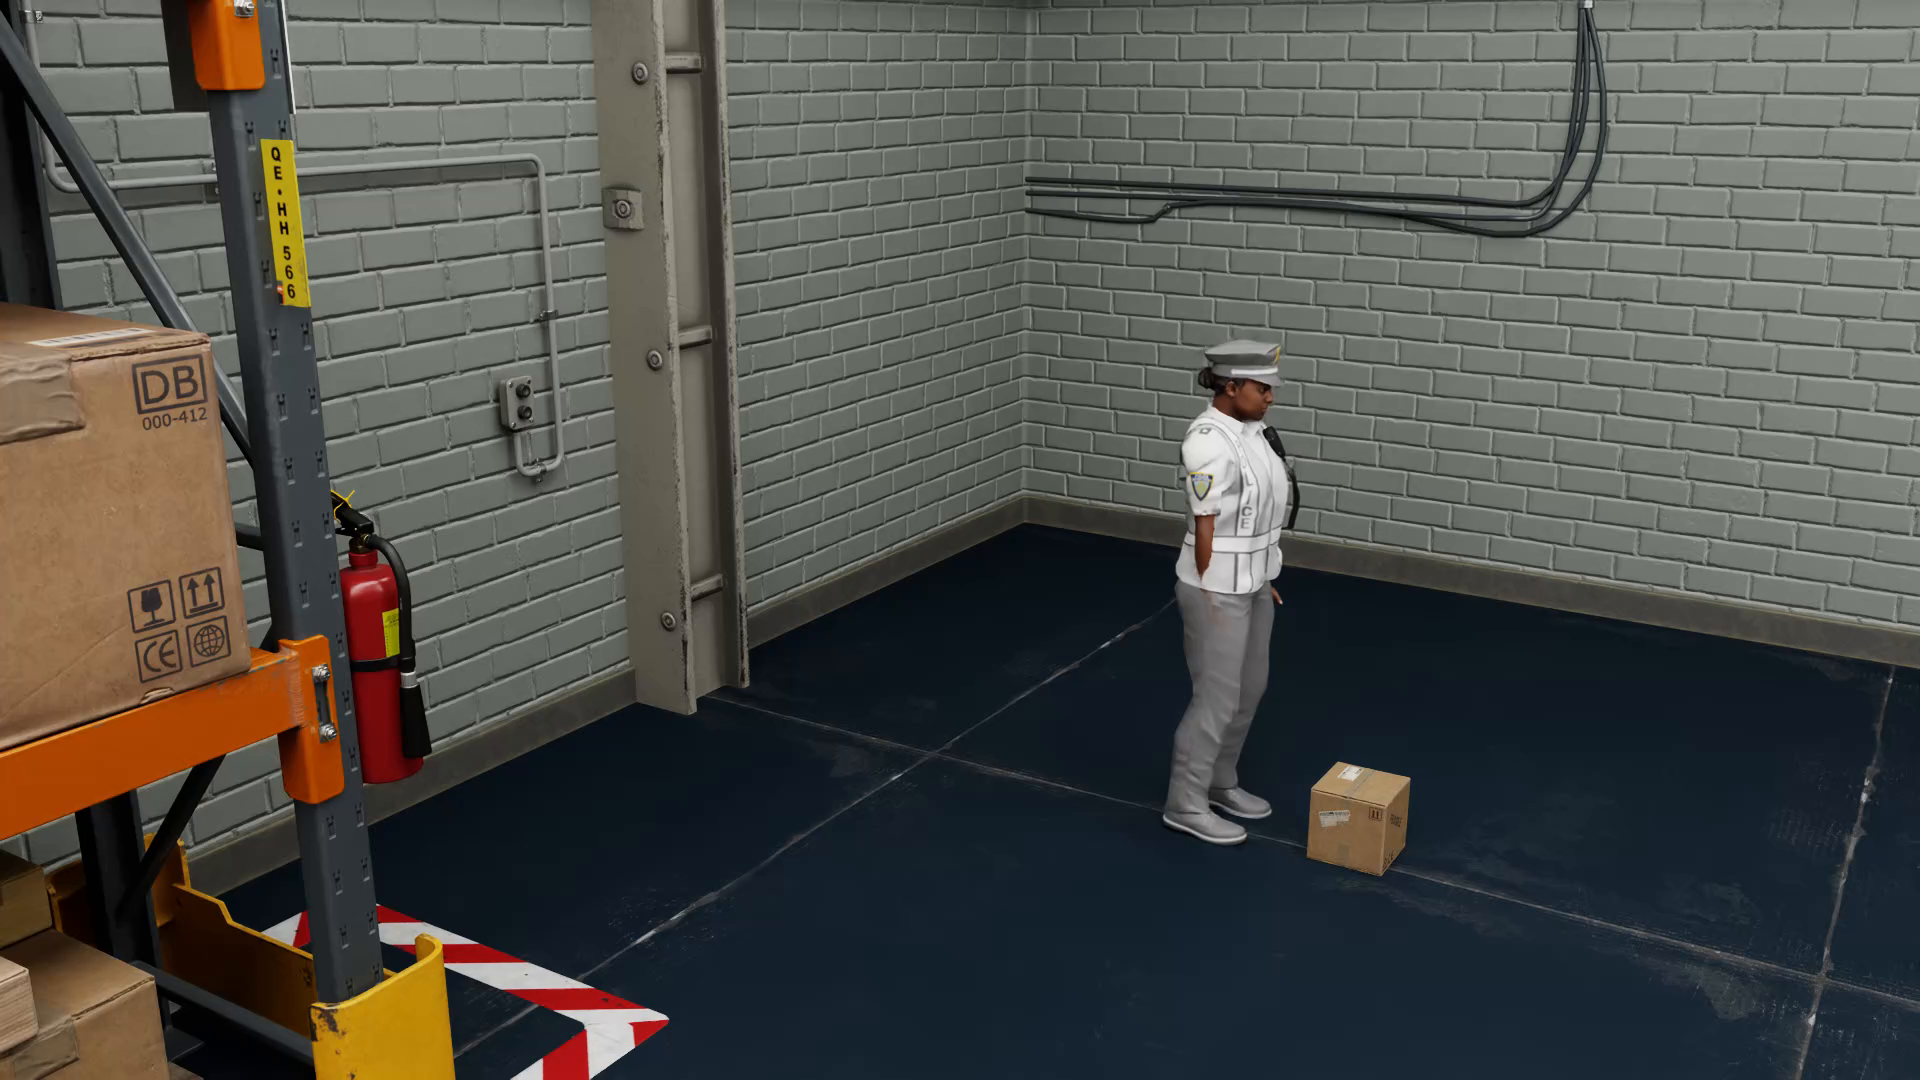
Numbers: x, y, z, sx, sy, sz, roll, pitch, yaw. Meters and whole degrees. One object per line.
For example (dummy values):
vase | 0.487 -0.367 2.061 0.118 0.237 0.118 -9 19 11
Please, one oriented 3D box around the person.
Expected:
person | 0.899 0.165 5.494 0.341 1.662 0.438 10 19 31
